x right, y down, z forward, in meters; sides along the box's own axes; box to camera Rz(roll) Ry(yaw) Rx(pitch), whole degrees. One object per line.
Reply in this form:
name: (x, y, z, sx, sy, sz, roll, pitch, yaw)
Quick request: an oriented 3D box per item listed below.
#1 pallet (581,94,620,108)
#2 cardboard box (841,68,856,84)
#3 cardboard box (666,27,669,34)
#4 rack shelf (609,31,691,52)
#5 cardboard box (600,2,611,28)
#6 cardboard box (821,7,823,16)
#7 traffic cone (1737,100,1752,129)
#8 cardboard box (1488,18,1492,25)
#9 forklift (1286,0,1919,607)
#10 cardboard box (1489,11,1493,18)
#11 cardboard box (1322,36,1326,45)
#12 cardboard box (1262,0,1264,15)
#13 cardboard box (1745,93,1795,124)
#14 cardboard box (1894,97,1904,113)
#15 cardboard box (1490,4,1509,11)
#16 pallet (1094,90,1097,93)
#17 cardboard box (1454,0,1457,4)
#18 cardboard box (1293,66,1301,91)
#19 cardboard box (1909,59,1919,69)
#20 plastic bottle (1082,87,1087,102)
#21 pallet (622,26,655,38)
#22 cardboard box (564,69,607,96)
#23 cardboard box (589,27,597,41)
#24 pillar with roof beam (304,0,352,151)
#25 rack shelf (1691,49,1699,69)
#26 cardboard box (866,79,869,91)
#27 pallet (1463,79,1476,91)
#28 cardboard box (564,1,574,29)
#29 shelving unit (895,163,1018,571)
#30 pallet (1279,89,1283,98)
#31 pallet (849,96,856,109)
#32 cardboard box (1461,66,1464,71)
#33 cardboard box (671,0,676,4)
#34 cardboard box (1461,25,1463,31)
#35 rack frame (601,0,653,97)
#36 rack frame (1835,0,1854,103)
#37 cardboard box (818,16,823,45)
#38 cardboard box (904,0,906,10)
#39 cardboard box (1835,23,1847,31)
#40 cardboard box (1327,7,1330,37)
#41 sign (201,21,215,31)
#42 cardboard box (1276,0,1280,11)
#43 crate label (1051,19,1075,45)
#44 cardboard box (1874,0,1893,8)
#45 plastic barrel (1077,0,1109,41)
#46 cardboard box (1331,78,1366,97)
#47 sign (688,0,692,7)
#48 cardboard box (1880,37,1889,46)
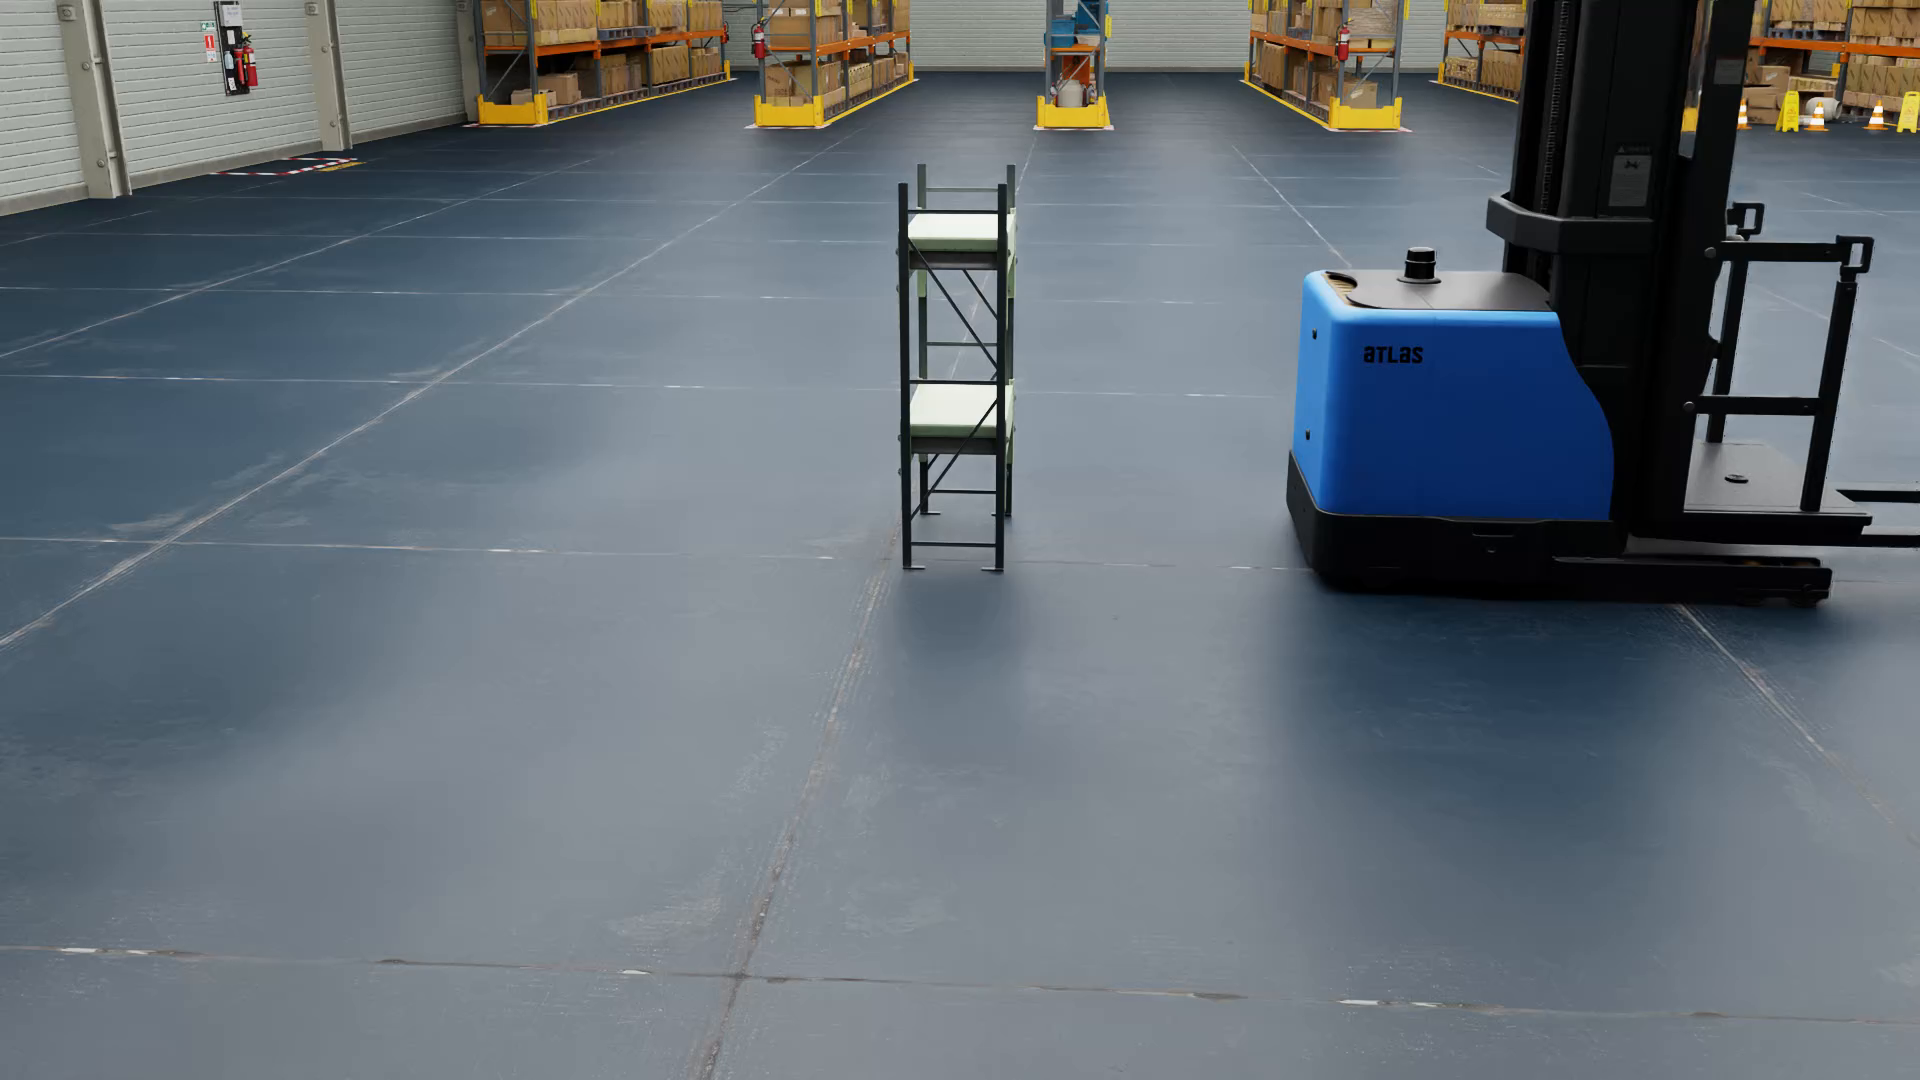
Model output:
pallet: (-7.576, -8.952, 33.904, 1.003, 0.211, 1.213, 1, 18, 4)
cardboard box: (-2.370, -9.363, 33.522, 0.500, 0.311, 0.500, 1, 18, 3)
cardboard box: (-6.964, -11.823, 38.558, 0.380, 0.149, 0.250, 2, 18, 6)
rack shelf: (-7.200, -11.557, 38.531, 1.077, 0.370, 4.000, 1, 18, 4)
cardboard box: (-7.512, -10.622, 33.657, 0.700, 0.500, 0.500, 3, 18, 10)
cardboard box: (-2.660, -9.477, 29.826, 0.380, 0.149, 0.250, 1, 18, 2)
traffic cone: (13.299, -7.247, 28.296, 0.336, 0.463, 0.334, 1, 18, 4)
cardboard box: (12.145, -11.693, 37.521, 0.380, 0.149, 0.250, 0, 18, 1)
forklift: (2.887, -1.318, 6.239, 3.031, 2.935, 1.130, 1, 18, 4)
cardboard box: (12.148, -11.830, 37.461, 0.380, 0.149, 0.250, 2, 18, 6)
cardboard box: (6.782, -9.058, 30.152, 0.380, 0.149, 0.250, 1, 18, 4)
cardboard box: (7.571, -12.919, 40.091, 0.500, 0.500, 0.500, 1, 18, 4)
cardboard box: (14.390, -7.656, 29.479, 0.797, 0.503, 0.637, -13, 22, -34)
cardboard box: (16.624, -7.551, 28.890, 0.500, 0.250, 0.500, 1, 18, 4)
cardboard box: (12.145, -11.973, 37.421, 0.380, 0.149, 0.250, 1, 18, 3)
pallet: (2.444, -9.491, 35.550, 1.003, 0.211, 1.213, 1, 18, 4)
cardboard box: (12.665, -13.662, 41.556, 0.500, 0.500, 0.500, 2, 18, 6)
cardboard box: (7.450, -9.758, 35.195, 0.700, 0.500, 0.500, 0, 18, 1)
cardboard box: (16.546, -8.168, 28.527, 0.380, 0.149, 0.250, 2, 18, 6)
plastic bottle: (2.329, -8.458, 31.586, 0.152, 0.276, 0.135, 1, 18, 4)
pallet: (-7.288, -10.963, 35.870, 1.213, 0.211, 1.003, 1, 18, 4)
cardboard box: (-7.594, -9.285, 33.751, 0.700, 0.500, 0.500, 2, 18, 6)
cardboard box: (-7.362, -9.819, 32.282, 0.500, 0.250, 0.500, 1, 18, 4)
pillar with roof beam: (-4.866, -9.921, 22.748, 9.100, 9.000, 0.400, 1, 18, 4)
rack shelf: (11.988, -8.598, 29.502, 1.077, 0.370, 4.000, 1, 18, 4)
cardboard box: (-2.230, -9.732, 35.548, 0.500, 0.250, 0.500, 1, 18, 3)
pallet: (12.718, -10.930, 39.941, 1.003, 0.211, 1.213, 1, 18, 4)
cardboard box: (-7.469, -9.703, 30.723, 0.500, 0.500, 0.500, 2, 18, 6)
shelving unit: (0.000, -0.711, 6.683, 0.431, 1.500, 0.755, 1, 18, 4)
pallet: (7.610, -9.864, 36.687, 1.003, 0.211, 1.213, 1, 18, 4)
pallet: (-2.675, -8.830, 33.533, 1.003, 0.211, 1.213, 1, 18, 4)
cardboard box: (12.664, -11.709, 41.265, 0.380, 0.149, 0.250, 2, 18, 7)
cardboard box: (-6.918, -12.607, 38.705, 0.500, 0.250, 0.500, 2, 18, 5)
cardboard box: (12.620, -12.670, 41.176, 0.380, 0.149, 0.250, 1, 18, 3)
rack frame: (-7.343, -11.277, 36.523, 1.000, 3.000, 0.127, 1, 18, 4)
rack frame: (17.076, -9.482, 31.044, 1.000, 3.000, 0.127, 1, 18, 4)
cardboard box: (-2.855, -9.193, 30.001, 0.700, 0.500, 0.500, 1, 18, 4)
cardboard box: (-1.654, -13.713, 42.189, 0.500, 0.500, 0.500, 2, 18, 5)
cardboard box: (16.838, -9.728, 31.524, 0.380, 0.149, 0.250, 2, 18, 5)
cardboard box: (6.967, -9.132, 29.338, 0.875, 0.500, 0.500, 1, 18, 4)
sign: (-9.508, -6.500, 21.034, 0.001, 0.109, 0.331, 1, 18, 4)
cardboard box: (7.728, -12.514, 38.524, 0.797, 0.503, 0.637, 1, 18, 2)
crate label: (1.827, -9.166, 30.023, 0.502, 0.435, 0.616, 1, 18, 4)
cardboard box: (16.707, -9.701, 29.467, 0.700, 0.500, 0.500, 1, 18, 3)
plastic barrel: (2.581, -10.165, 32.324, 0.600, 0.901, 0.708, 1, 18, 4)
cardboard box: (7.123, -8.219, 30.529, 0.500, 0.500, 0.500, 0, 18, -1)
sign: (-6.515, -13.023, 40.119, 0.100, 0.325, 0.005, 1, 18, 4)
cardboard box: (16.632, -8.875, 29.595, 0.380, 0.149, 0.250, 1, 18, 4)
